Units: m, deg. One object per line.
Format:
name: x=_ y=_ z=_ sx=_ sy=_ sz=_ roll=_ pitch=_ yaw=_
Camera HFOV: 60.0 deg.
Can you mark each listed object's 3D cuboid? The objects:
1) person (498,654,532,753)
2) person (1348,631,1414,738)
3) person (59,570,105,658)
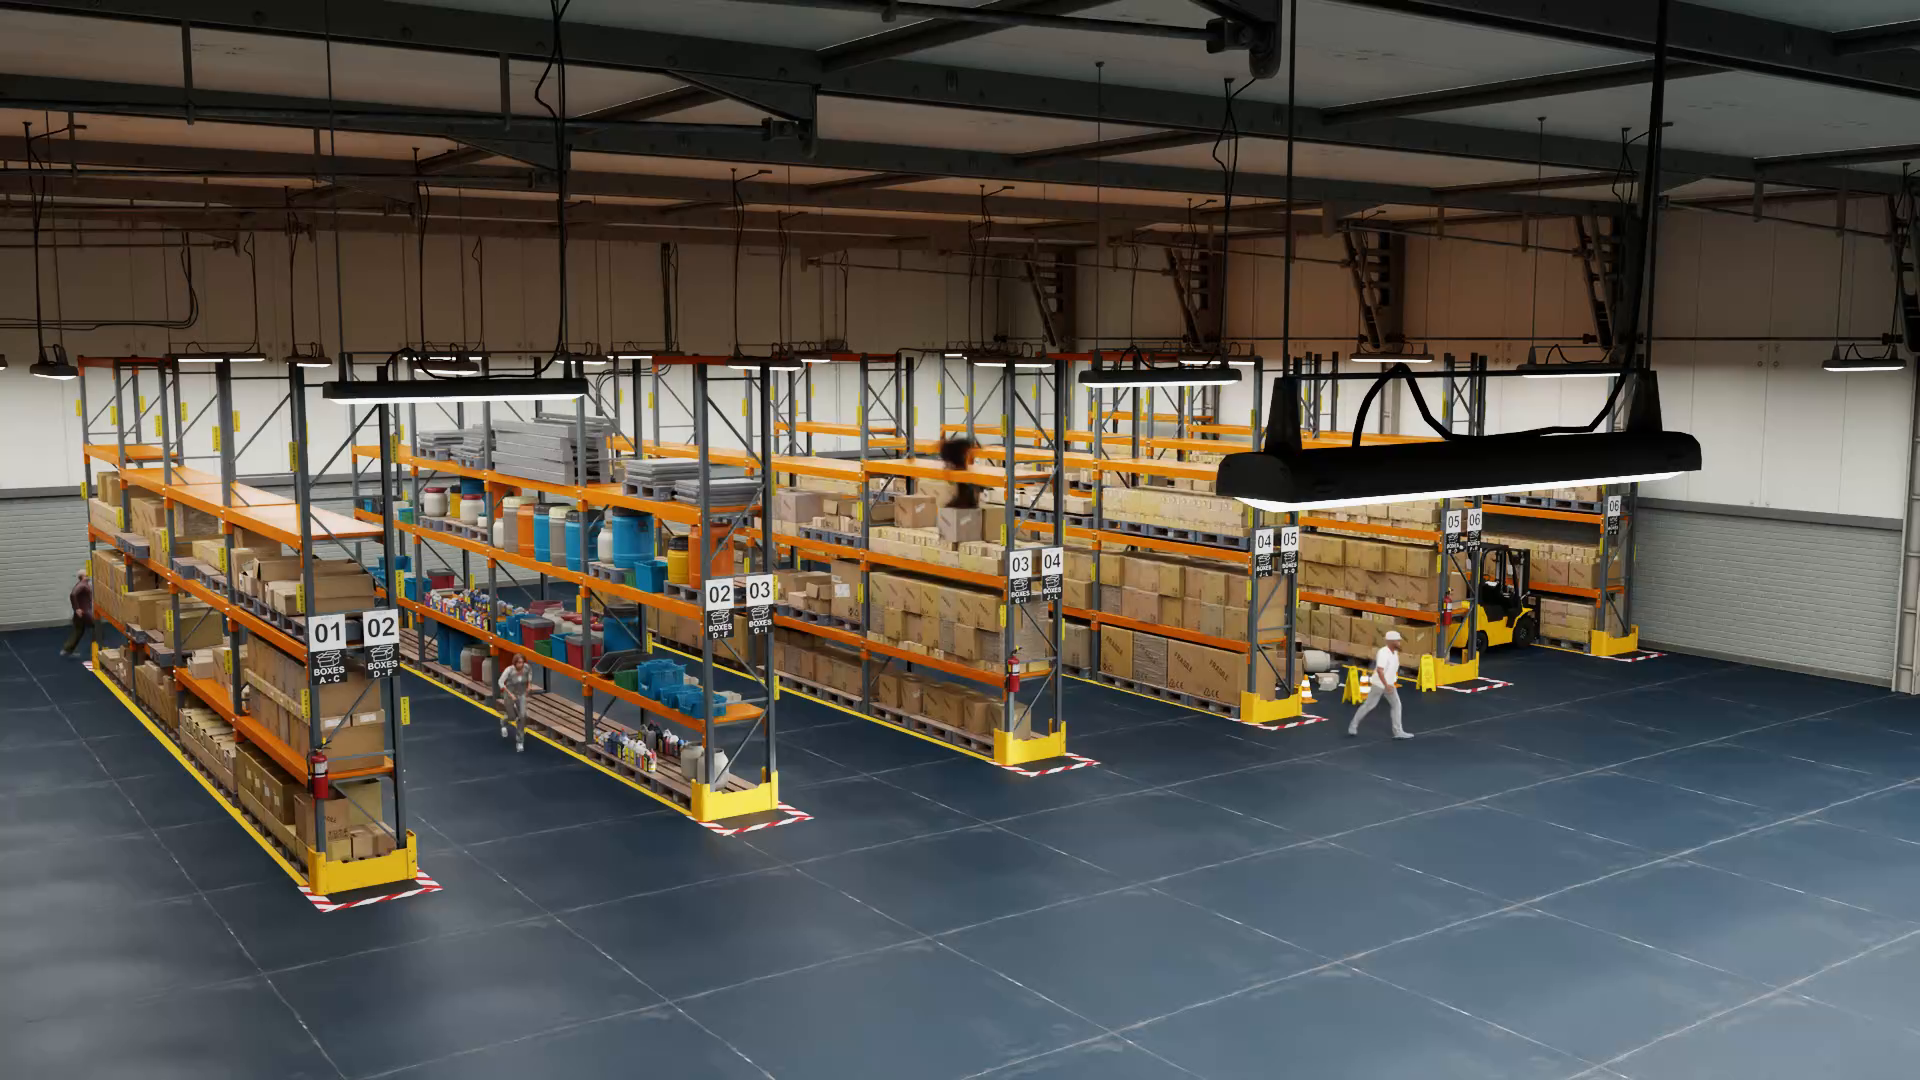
person: x=-6.932 y=2.472 z=25.802 sx=0.564 sy=1.547 sz=0.901 roll=-5 pitch=9 yaw=-38
person: x=6.695 y=2.286 z=26.379 sx=0.990 sy=1.709 sz=0.706 roll=5 pitch=8 yaw=35
person: x=-17.331 y=1.500 z=32.807 sx=0.881 sy=1.812 sz=0.697 roll=-6 pitch=9 yaw=-41
